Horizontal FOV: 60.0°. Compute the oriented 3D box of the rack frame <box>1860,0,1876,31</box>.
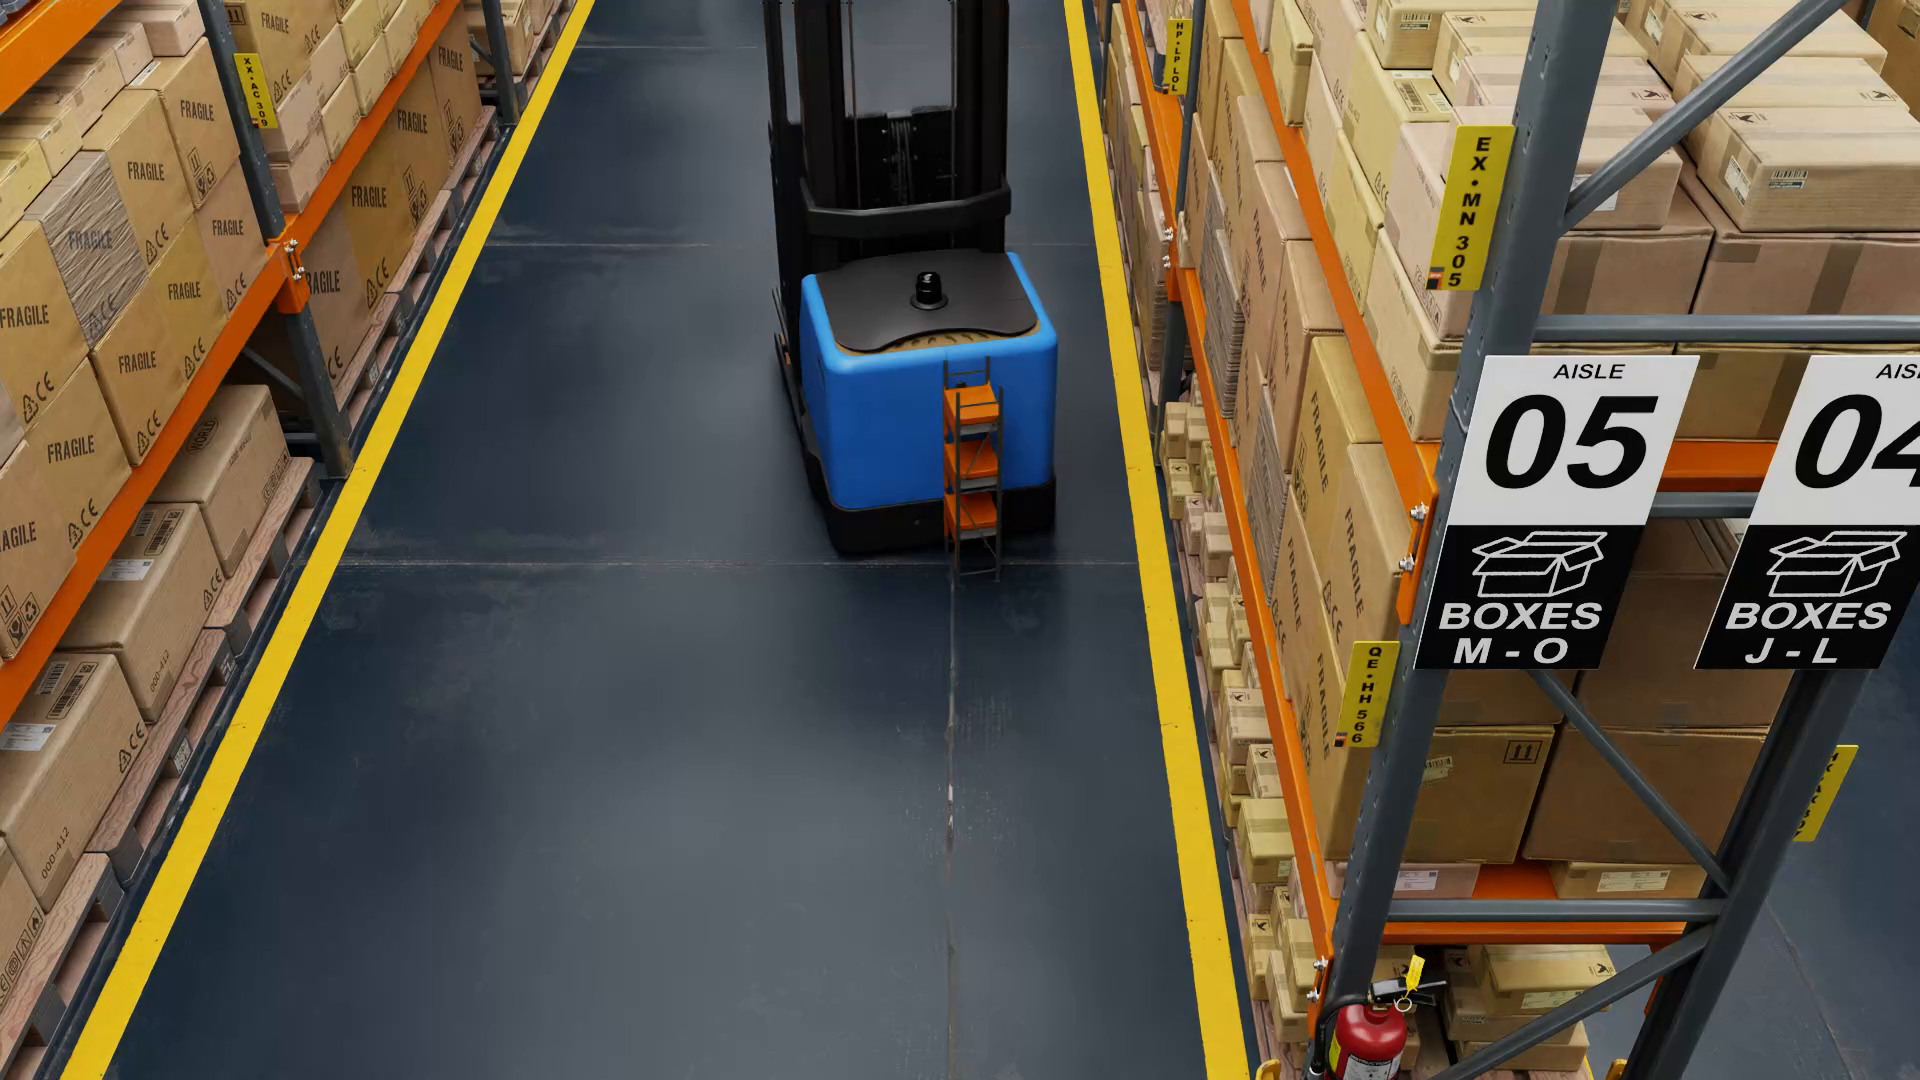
[{"bbox_3d":[6.418,-4.006,10.350,1.000,3.000,0.127,0,39,0],"label":"rack frame"}]

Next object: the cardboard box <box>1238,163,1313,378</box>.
[{"bbox_3d":[1.204,-0.867,5.316,0.500,0.500,0.500,-1,39,-2],"label":"cardboard box"}]

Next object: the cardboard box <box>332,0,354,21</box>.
[{"bbox_3d":[-3.227,-2.834,8.008,0.500,0.500,0.500,-1,39,-1],"label":"cardboard box"}]

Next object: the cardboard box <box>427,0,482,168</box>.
[{"bbox_3d":[-3.574,-2.902,10.335,0.875,0.875,0.875,0,39,0],"label":"cardboard box"}]

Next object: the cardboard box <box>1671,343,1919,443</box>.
[{"bbox_3d":[1.722,-0.456,3.641,0.500,0.250,0.500,1,39,2],"label":"cardboard box"}]

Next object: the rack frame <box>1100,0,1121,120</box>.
[{"bbox_3d":[1.458,-4.066,10.425,1.000,3.000,0.127,0,39,0],"label":"rack frame"}]

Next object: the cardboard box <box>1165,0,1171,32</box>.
[{"bbox_3d":[1.259,-2.693,8.577,0.380,0.149,0.250,2,39,2],"label":"cardboard box"}]

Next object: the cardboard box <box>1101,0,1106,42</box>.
[{"bbox_3d":[1.547,-3.733,11.472,1.050,0.750,0.750,-1,39,-1],"label":"cardboard box"}]

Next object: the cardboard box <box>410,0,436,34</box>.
[{"bbox_3d":[-3.231,-2.990,9.202,0.500,0.250,0.500,0,39,-1],"label":"cardboard box"}]

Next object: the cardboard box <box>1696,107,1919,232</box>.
[{"bbox_3d":[1.694,-0.728,3.263,0.380,0.149,0.250,0,39,0],"label":"cardboard box"}]

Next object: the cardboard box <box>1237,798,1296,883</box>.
[{"bbox_3d":[1.143,1.004,5.567,0.380,0.149,0.250,-1,39,-1],"label":"cardboard box"}]

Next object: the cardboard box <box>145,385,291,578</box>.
[{"bbox_3d":[-3.594,-0.269,7.400,0.875,0.438,0.875,-1,39,-1],"label":"cardboard box"}]

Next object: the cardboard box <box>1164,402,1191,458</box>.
[{"bbox_3d":[1.143,-0.505,7.687,0.380,0.149,0.250,2,39,2],"label":"cardboard box"}]

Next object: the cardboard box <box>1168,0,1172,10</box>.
[{"bbox_3d":[1.259,-2.819,8.497,0.380,0.149,0.250,0,39,0],"label":"cardboard box"}]

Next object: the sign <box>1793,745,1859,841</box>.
[{"bbox_3d":[2.010,0.599,3.912,0.100,0.325,0.005,0,39,0],"label":"sign"}]

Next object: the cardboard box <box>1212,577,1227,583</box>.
[{"bbox_3d":[1.243,0.146,6.875,0.380,0.149,0.250,2,39,2],"label":"cardboard box"}]

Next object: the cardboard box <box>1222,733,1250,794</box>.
[{"bbox_3d":[1.165,0.791,6.070,0.380,0.149,0.250,1,39,1],"label":"cardboard box"}]

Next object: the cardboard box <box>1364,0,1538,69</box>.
[{"bbox_3d":[1.161,-1.213,3.868,0.380,0.149,0.250,1,39,1],"label":"cardboard box"}]

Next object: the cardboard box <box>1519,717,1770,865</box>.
[{"bbox_3d":[1.743,0.501,4.408,0.500,0.500,0.500,2,39,2],"label":"cardboard box"}]

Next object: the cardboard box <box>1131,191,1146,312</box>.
[{"bbox_3d":[1.209,-1.536,8.931,0.500,0.500,0.500,-1,39,-1],"label":"cardboard box"}]

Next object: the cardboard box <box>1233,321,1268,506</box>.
[{"bbox_3d":[1.213,-0.450,5.595,0.500,0.500,0.500,2,39,2],"label":"cardboard box"}]

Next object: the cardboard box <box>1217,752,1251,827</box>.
[{"bbox_3d":[1.166,0.917,6.151,0.380,0.149,0.250,-2,39,-2],"label":"cardboard box"}]

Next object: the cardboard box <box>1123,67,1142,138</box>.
[{"bbox_3d":[1.205,-2.489,9.520,0.500,0.250,0.500,0,39,0],"label":"cardboard box"}]

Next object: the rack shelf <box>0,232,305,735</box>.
[{"bbox_3d":[-3.485,0.034,5.884,1.077,0.370,4.000,0,39,0],"label":"rack shelf"}]

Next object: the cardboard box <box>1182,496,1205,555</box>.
[{"bbox_3d":[1.194,-0.066,7.378,0.380,0.149,0.250,0,39,0],"label":"cardboard box"}]

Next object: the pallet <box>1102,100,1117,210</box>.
[{"bbox_3d":[1.457,-2.489,10.687,1.003,0.211,1.213,0,39,0],"label":"pallet"}]

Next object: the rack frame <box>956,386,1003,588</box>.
[{"bbox_3d":[0.081,-0.209,7.171,0.200,1.050,0.008,-8,39,-10],"label":"rack frame"}]

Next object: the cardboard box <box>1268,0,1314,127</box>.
[{"bbox_3d":[1.187,-1.421,4.846,0.500,0.250,0.500,2,39,2],"label":"cardboard box"}]

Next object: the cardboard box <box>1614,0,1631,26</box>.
[{"bbox_3d":[1.679,-1.371,4.064,0.380,0.149,0.250,1,39,1],"label":"cardboard box"}]

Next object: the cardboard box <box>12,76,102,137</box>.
[{"bbox_3d":[-3.268,-1.508,5.835,0.380,0.149,0.250,0,39,0],"label":"cardboard box"}]

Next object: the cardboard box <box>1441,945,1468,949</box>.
[{"bbox_3d":[1.779,1.270,5.472,0.380,0.149,0.250,0,39,0],"label":"cardboard box"}]

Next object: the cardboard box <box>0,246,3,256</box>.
[{"bbox_3d":[-3.166,-0.871,5.039,0.380,0.149,0.250,-1,39,-1],"label":"cardboard box"}]

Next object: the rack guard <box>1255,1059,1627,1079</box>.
[{"bbox_3d":[1.467,1.865,5.023,1.175,0.500,0.348,0,39,0],"label":"rack guard"}]

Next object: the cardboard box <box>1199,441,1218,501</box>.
[{"bbox_3d":[1.246,-0.302,7.196,0.380,0.149,0.250,-1,39,-1],"label":"cardboard box"}]

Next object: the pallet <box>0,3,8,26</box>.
[{"bbox_3d":[-3.498,-1.361,4.722,1.003,0.211,1.213,0,39,0],"label":"pallet"}]

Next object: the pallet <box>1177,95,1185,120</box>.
[{"bbox_3d":[1.607,-1.968,7.960,1.003,0.211,1.213,0,39,0],"label":"pallet"}]

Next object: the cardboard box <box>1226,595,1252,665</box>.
[{"bbox_3d":[1.232,0.345,6.389,0.380,0.149,0.250,0,39,0],"label":"cardboard box"}]

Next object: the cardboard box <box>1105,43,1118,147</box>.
[{"bbox_3d":[1.204,-2.812,10.523,0.500,0.500,0.500,-2,39,-2],"label":"cardboard box"}]

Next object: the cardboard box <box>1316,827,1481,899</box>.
[{"bbox_3d":[1.184,0.831,4.515,0.380,0.149,0.250,0,39,0],"label":"cardboard box"}]

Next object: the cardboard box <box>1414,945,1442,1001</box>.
[{"bbox_3d":[1.704,1.394,5.556,0.380,0.149,0.250,0,39,0],"label":"cardboard box"}]

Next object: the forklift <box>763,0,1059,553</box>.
[{"bbox_3d":[-0.375,-2.011,7.916,1.130,2.935,3.031,-8,39,-10],"label":"forklift"}]

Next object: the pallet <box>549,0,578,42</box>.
[{"bbox_3d":[-3.490,-4.160,12.773,1.003,0.211,1.213,0,39,0],"label":"pallet"}]

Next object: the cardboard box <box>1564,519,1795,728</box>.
[{"bbox_3d":[1.732,0.111,4.096,0.500,0.500,0.500,0,39,0],"label":"cardboard box"}]

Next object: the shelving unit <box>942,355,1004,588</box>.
[{"bbox_3d":[0.054,-0.283,7.264,0.215,1.050,0.252,-8,39,-10],"label":"shelving unit"}]

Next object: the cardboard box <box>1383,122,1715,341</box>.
[{"bbox_3d":[1.212,-0.658,3.494,0.500,0.250,0.500,-1,39,-1],"label":"cardboard box"}]

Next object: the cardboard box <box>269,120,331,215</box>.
[{"bbox_3d":[-3.224,-1.714,7.611,0.500,0.250,0.500,-1,39,-1],"label":"cardboard box"}]

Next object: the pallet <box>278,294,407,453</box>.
[{"bbox_3d":[-3.564,-0.892,8.694,1.003,0.211,1.213,0,39,0],"label":"pallet"}]

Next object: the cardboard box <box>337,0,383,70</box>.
[{"bbox_3d":[-3.209,-2.551,8.255,0.500,0.250,0.500,0,39,1],"label":"cardboard box"}]

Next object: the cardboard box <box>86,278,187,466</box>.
[{"bbox_3d":[-3.210,-0.611,6.033,0.500,0.500,0.500,-1,39,-1],"label":"cardboard box"}]

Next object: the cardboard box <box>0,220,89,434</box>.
[{"bbox_3d":[-3.216,-0.683,5.324,0.500,0.500,0.500,0,39,0],"label":"cardboard box"}]

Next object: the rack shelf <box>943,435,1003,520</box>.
[{"bbox_3d":[0.054,-0.275,7.270,0.215,0.259,0.240,-8,39,-10],"label":"rack shelf"}]
